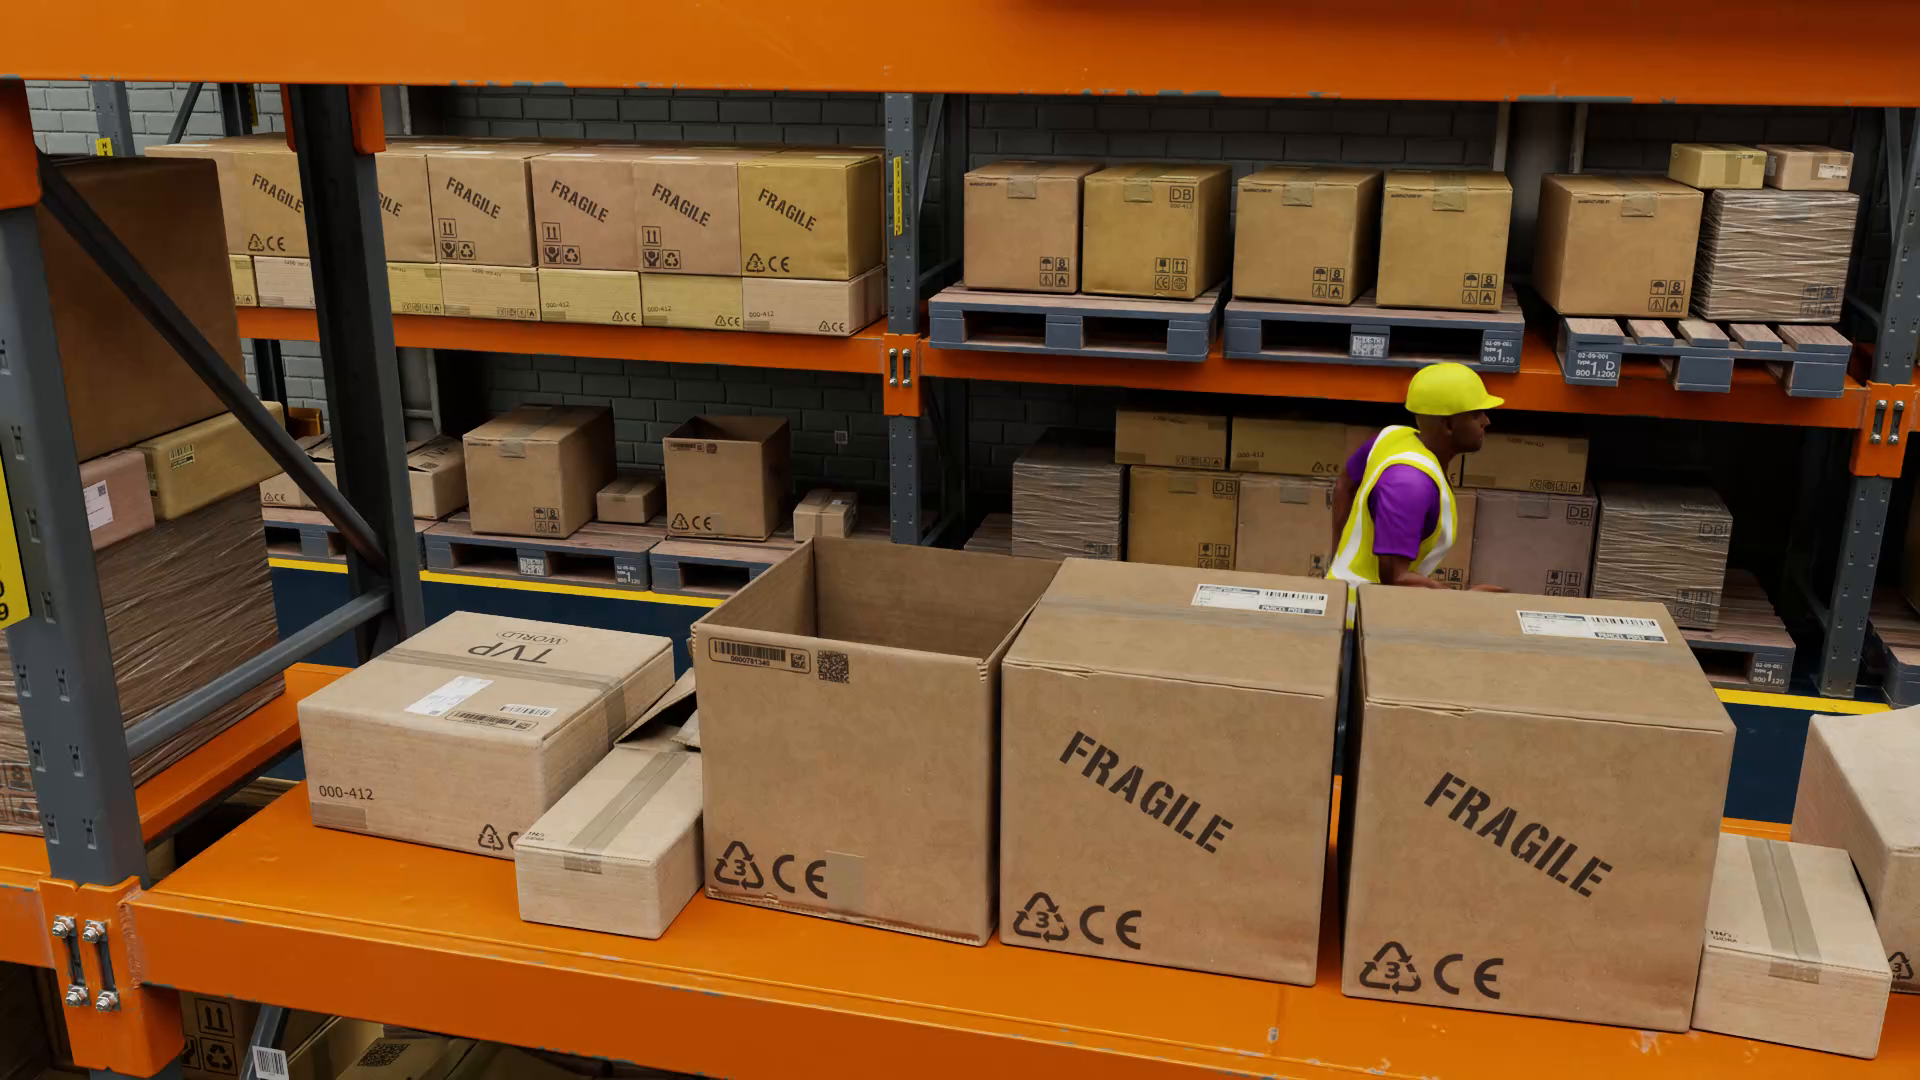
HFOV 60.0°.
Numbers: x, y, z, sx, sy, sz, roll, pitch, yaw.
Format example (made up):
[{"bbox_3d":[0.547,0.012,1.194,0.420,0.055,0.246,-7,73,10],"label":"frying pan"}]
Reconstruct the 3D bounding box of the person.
[{"bbox_3d":[1.383,0.248,5.386,0.789,1.689,0.704,6,19,18],"label":"person"}]
